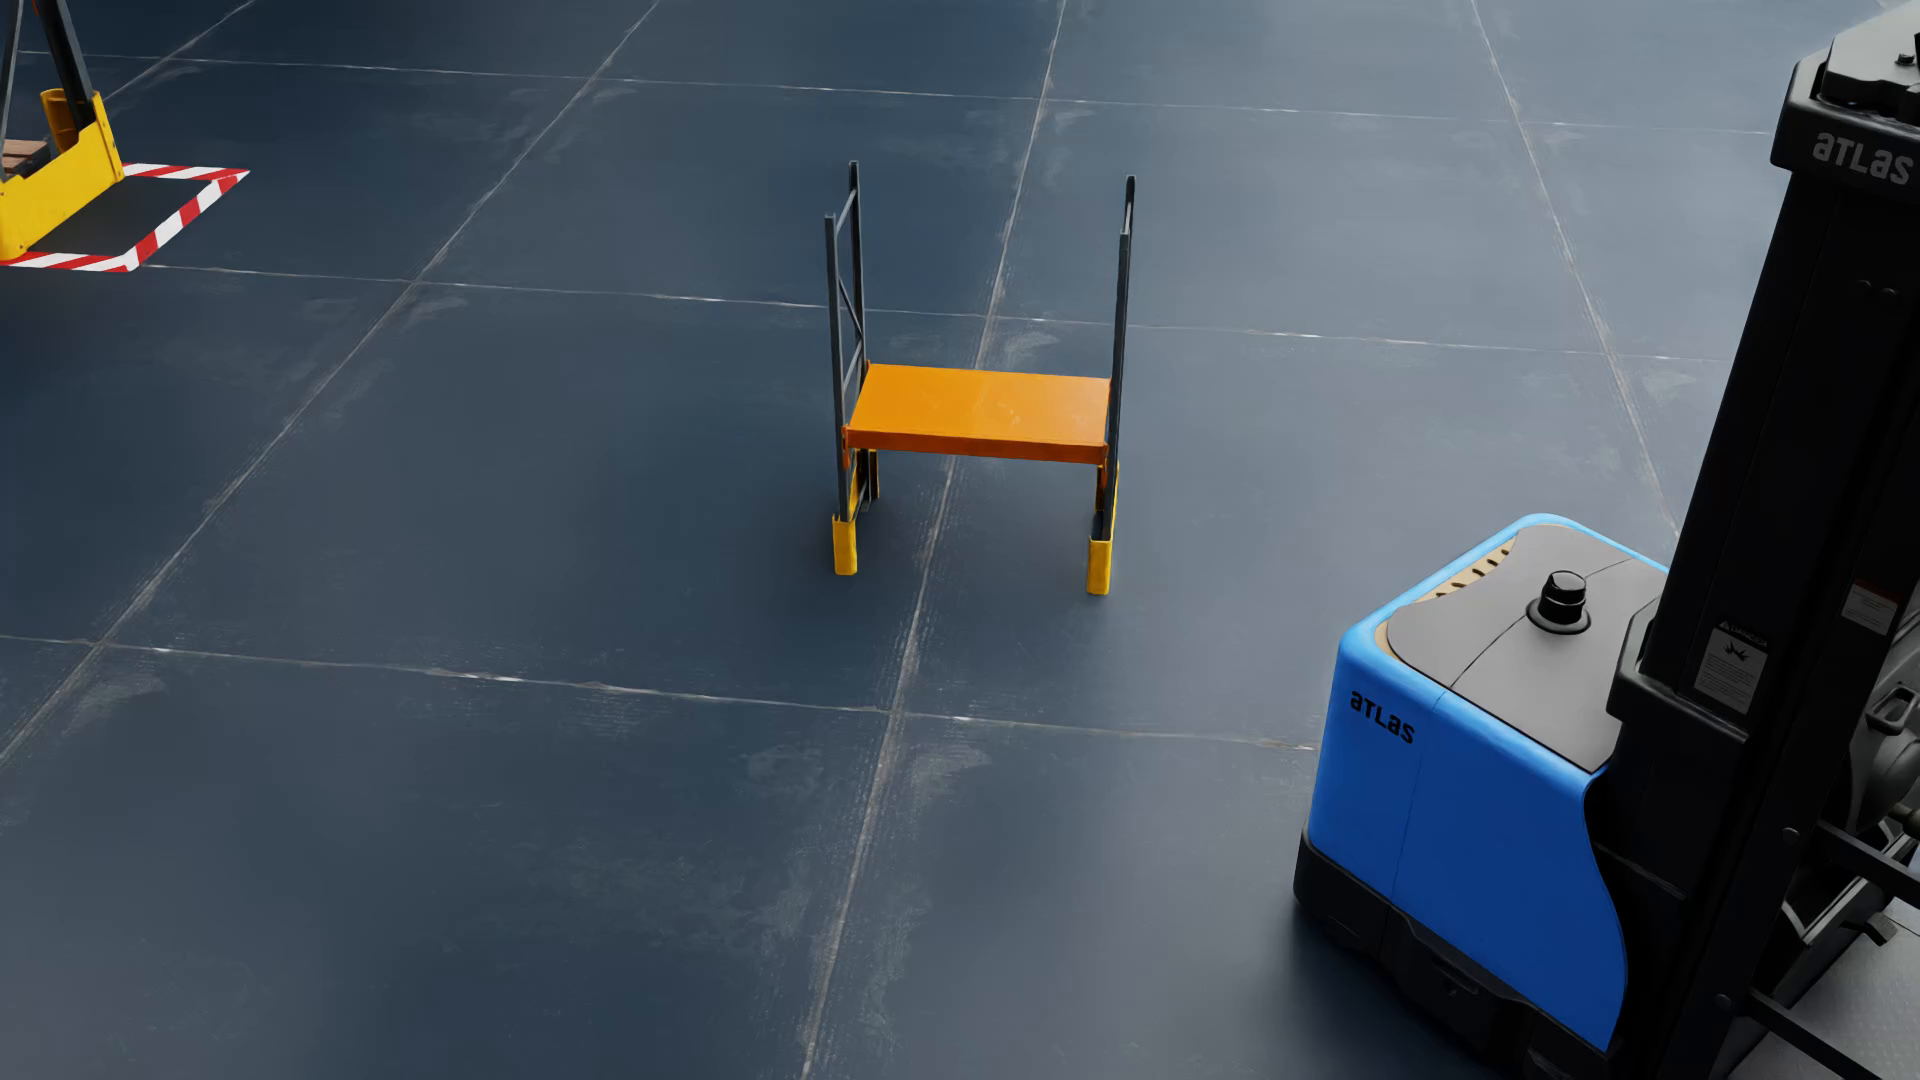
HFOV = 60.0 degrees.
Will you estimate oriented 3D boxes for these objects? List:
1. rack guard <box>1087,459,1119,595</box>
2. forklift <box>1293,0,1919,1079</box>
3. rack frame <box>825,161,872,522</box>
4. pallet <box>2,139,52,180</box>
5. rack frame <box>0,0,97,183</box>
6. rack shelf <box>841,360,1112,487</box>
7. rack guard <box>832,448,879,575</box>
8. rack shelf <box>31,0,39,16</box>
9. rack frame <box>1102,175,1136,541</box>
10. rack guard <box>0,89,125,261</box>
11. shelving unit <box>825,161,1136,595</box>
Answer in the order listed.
[{"bbox_3d":[0.570,-0.059,6.618,0.087,0.250,0.587,4,36,6],"label":"rack guard"},{"bbox_3d":[2.366,0.407,3.657,1.130,2.935,3.031,-27,43,-32],"label":"forklift"},{"bbox_3d":[-0.420,-0.642,6.358,0.032,1.500,0.500,4,36,6],"label":"rack frame"},{"bbox_3d":[-5.925,-1.975,9.336,1.213,0.211,1.003,4,36,6],"label":"pallet"},{"bbox_3d":[-5.039,-3.069,8.468,0.127,3.000,1.000,4,36,6],"label":"rack frame"},{"bbox_3d":[0.085,-0.458,6.410,1.000,0.185,0.538,4,36,6],"label":"rack shelf"},{"bbox_3d":[-0.418,-0.133,6.721,0.087,0.250,0.587,4,36,6],"label":"rack guard"},{"bbox_3d":[-7.023,-2.924,8.884,4.000,0.370,1.077,4,36,6],"label":"rack shelf"},{"bbox_3d":[0.589,-0.567,6.253,0.032,1.500,0.500,4,36,6],"label":"rack frame"},{"bbox_3d":[-5.120,-2.030,9.164,0.348,0.500,1.175,4,36,6],"label":"rack guard"},{"bbox_3d":[0.076,-0.605,6.306,1.083,1.500,0.587,4,36,6],"label":"shelving unit"}]
